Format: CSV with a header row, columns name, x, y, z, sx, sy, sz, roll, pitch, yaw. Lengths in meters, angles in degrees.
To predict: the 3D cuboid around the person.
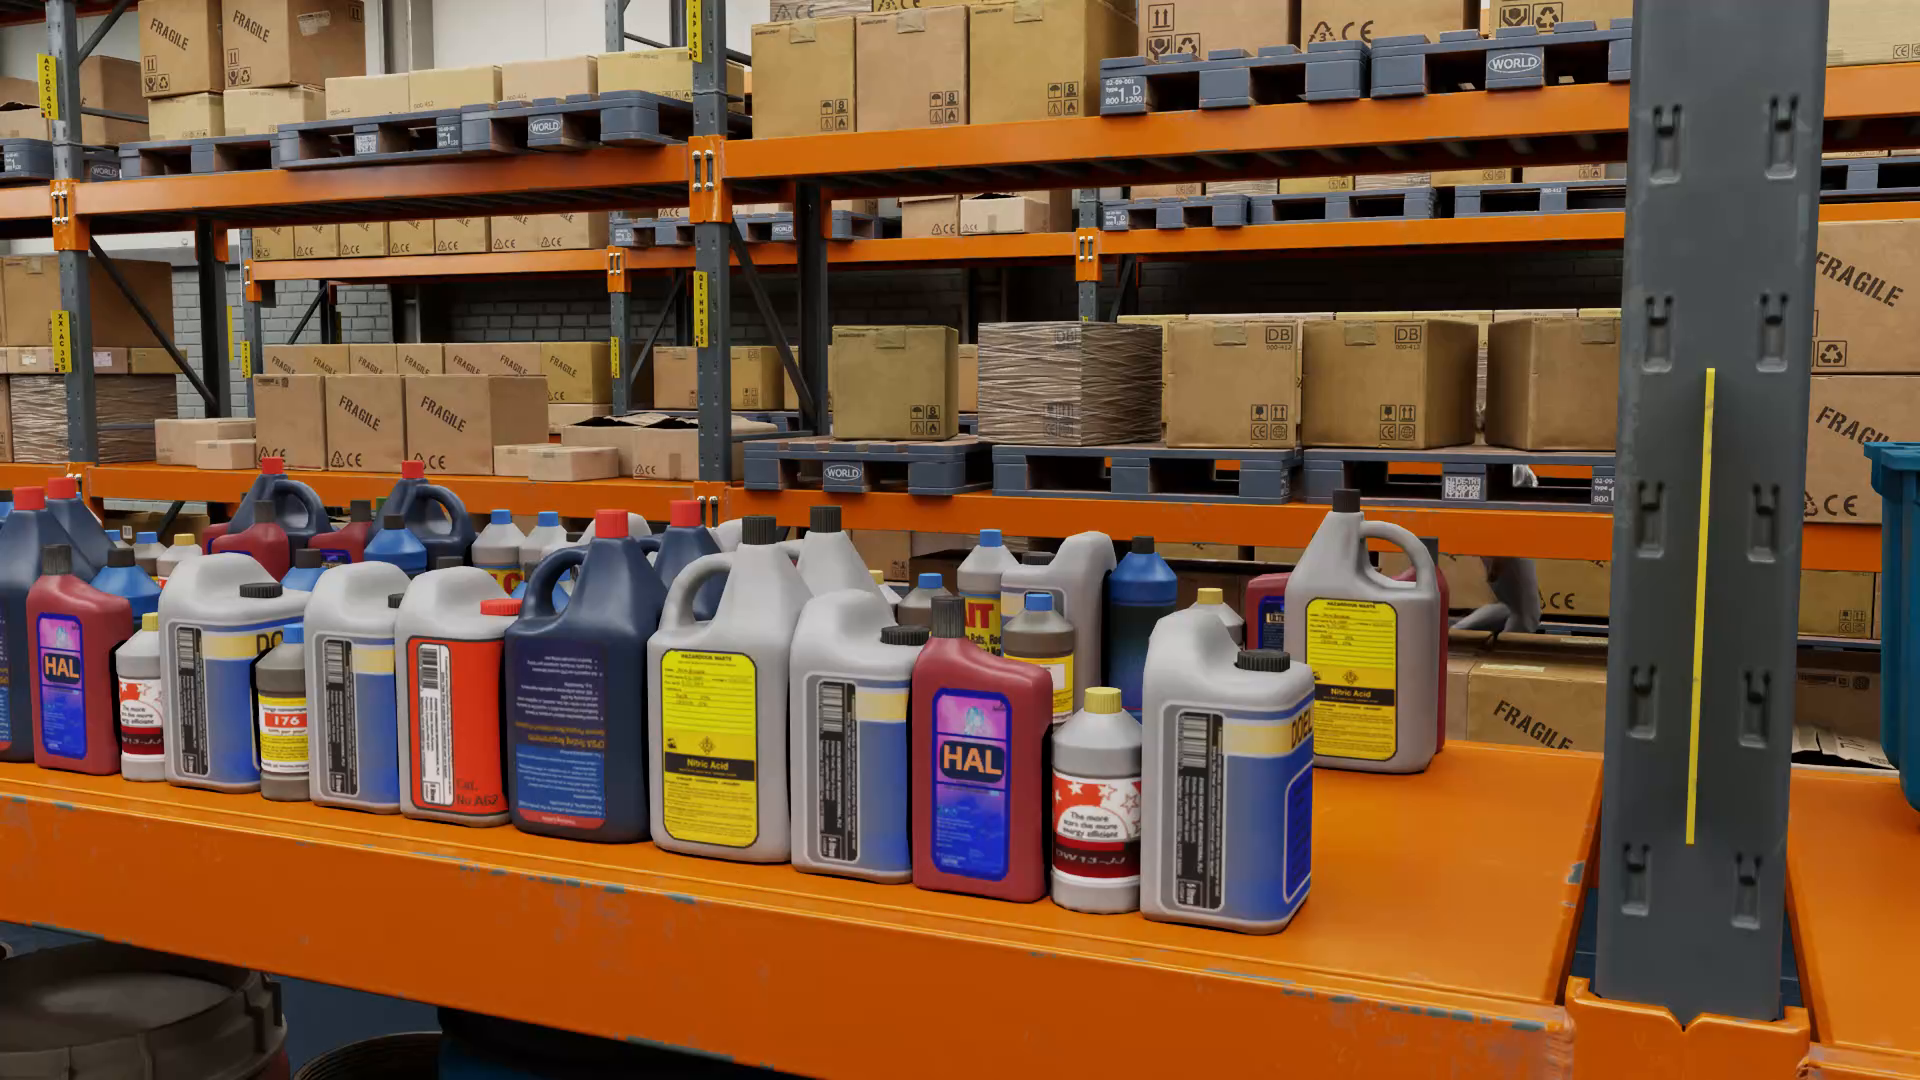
name,x,y,z,sx,sy,sz,roll,pitch,yaw
person,2.957,0.027,9.144,0.618,1.669,0.454,1,6,8
